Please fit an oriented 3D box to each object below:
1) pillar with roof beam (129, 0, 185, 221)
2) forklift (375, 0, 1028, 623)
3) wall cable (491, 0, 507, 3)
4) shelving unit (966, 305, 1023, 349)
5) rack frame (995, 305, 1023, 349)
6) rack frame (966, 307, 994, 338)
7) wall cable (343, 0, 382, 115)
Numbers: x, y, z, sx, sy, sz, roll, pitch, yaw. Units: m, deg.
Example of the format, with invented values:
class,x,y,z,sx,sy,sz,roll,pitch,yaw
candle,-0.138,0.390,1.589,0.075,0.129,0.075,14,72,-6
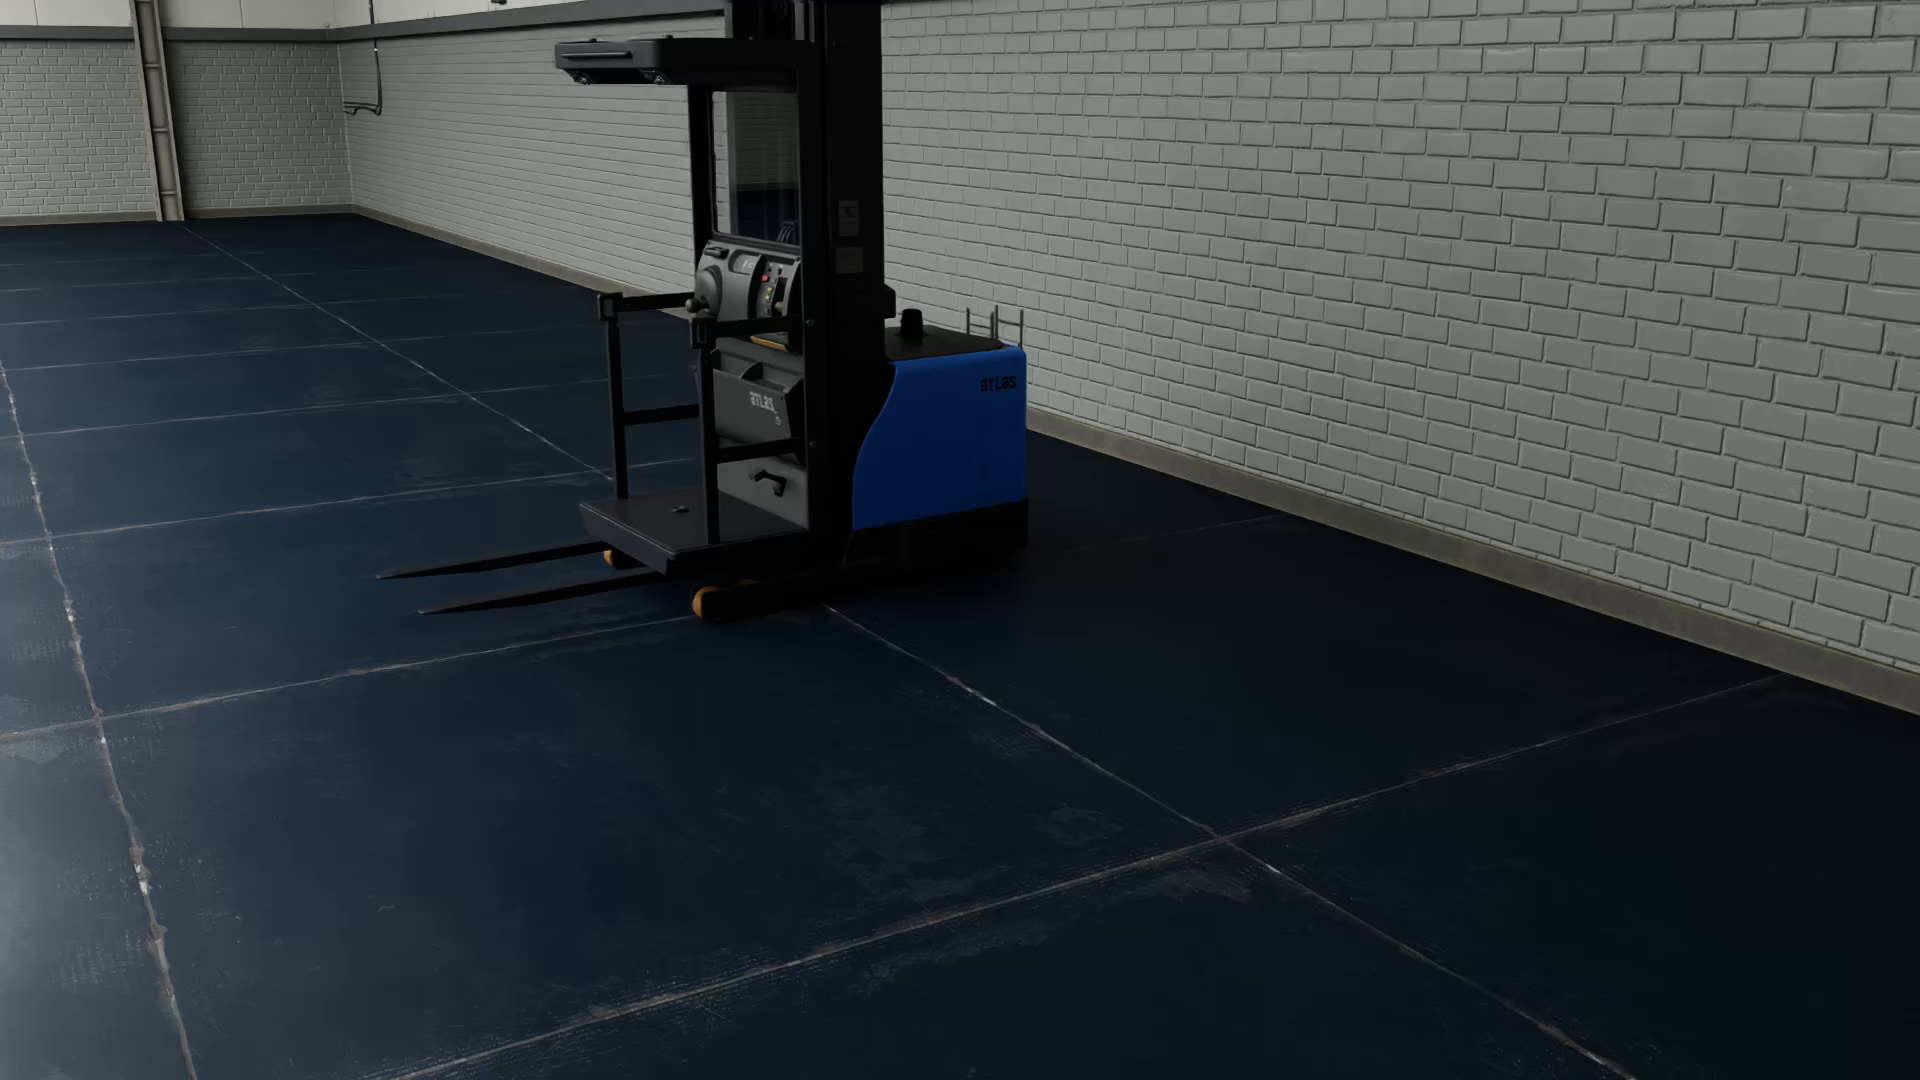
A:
class,x,y,z,sx,sy,sz,roll,pitch,yaw
pillar with roof beam,-11.015,-8.700,23.112,0.400,9.000,9.100,-9,18,-30
forklift,-1.160,-1.201,7.602,3.031,2.935,1.130,-11,19,-33
wall cable,-5.151,-9.238,18.733,0.169,6.003,2.305,-9,18,-30
shelving unit,0.178,-0.612,8.707,0.189,1.200,0.258,-11,19,-33
rack frame,0.253,-0.626,8.757,0.006,1.200,0.240,-11,19,-33
rack frame,0.102,-0.598,8.657,0.006,1.200,0.240,-11,19,-33
wall cable,-10.026,-8.304,27.454,0.112,2.526,3.097,-9,18,-30
